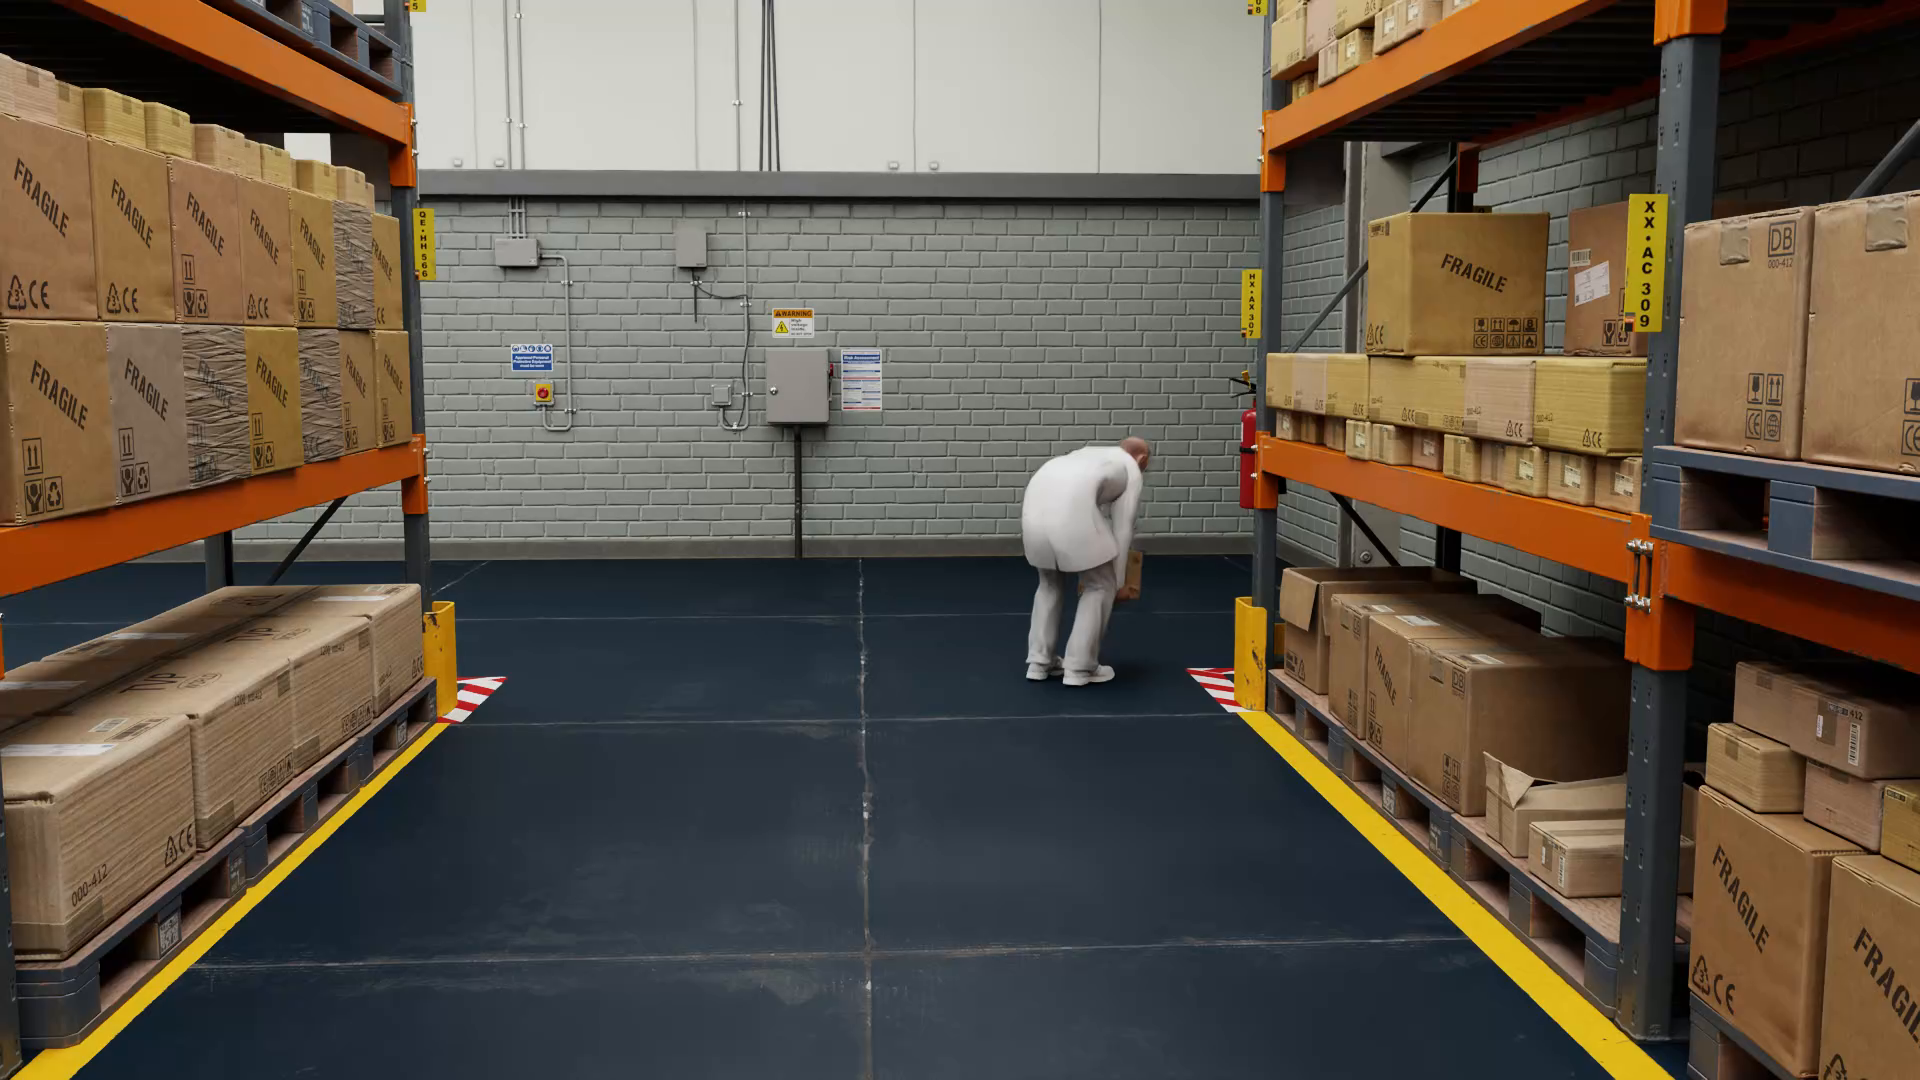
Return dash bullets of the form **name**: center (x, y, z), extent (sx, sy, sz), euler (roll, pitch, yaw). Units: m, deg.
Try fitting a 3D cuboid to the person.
- **person**: center (0.703, 0.092, 8.794), extent (0.560, 1.249, 0.931), euler (5, 9, 38)
